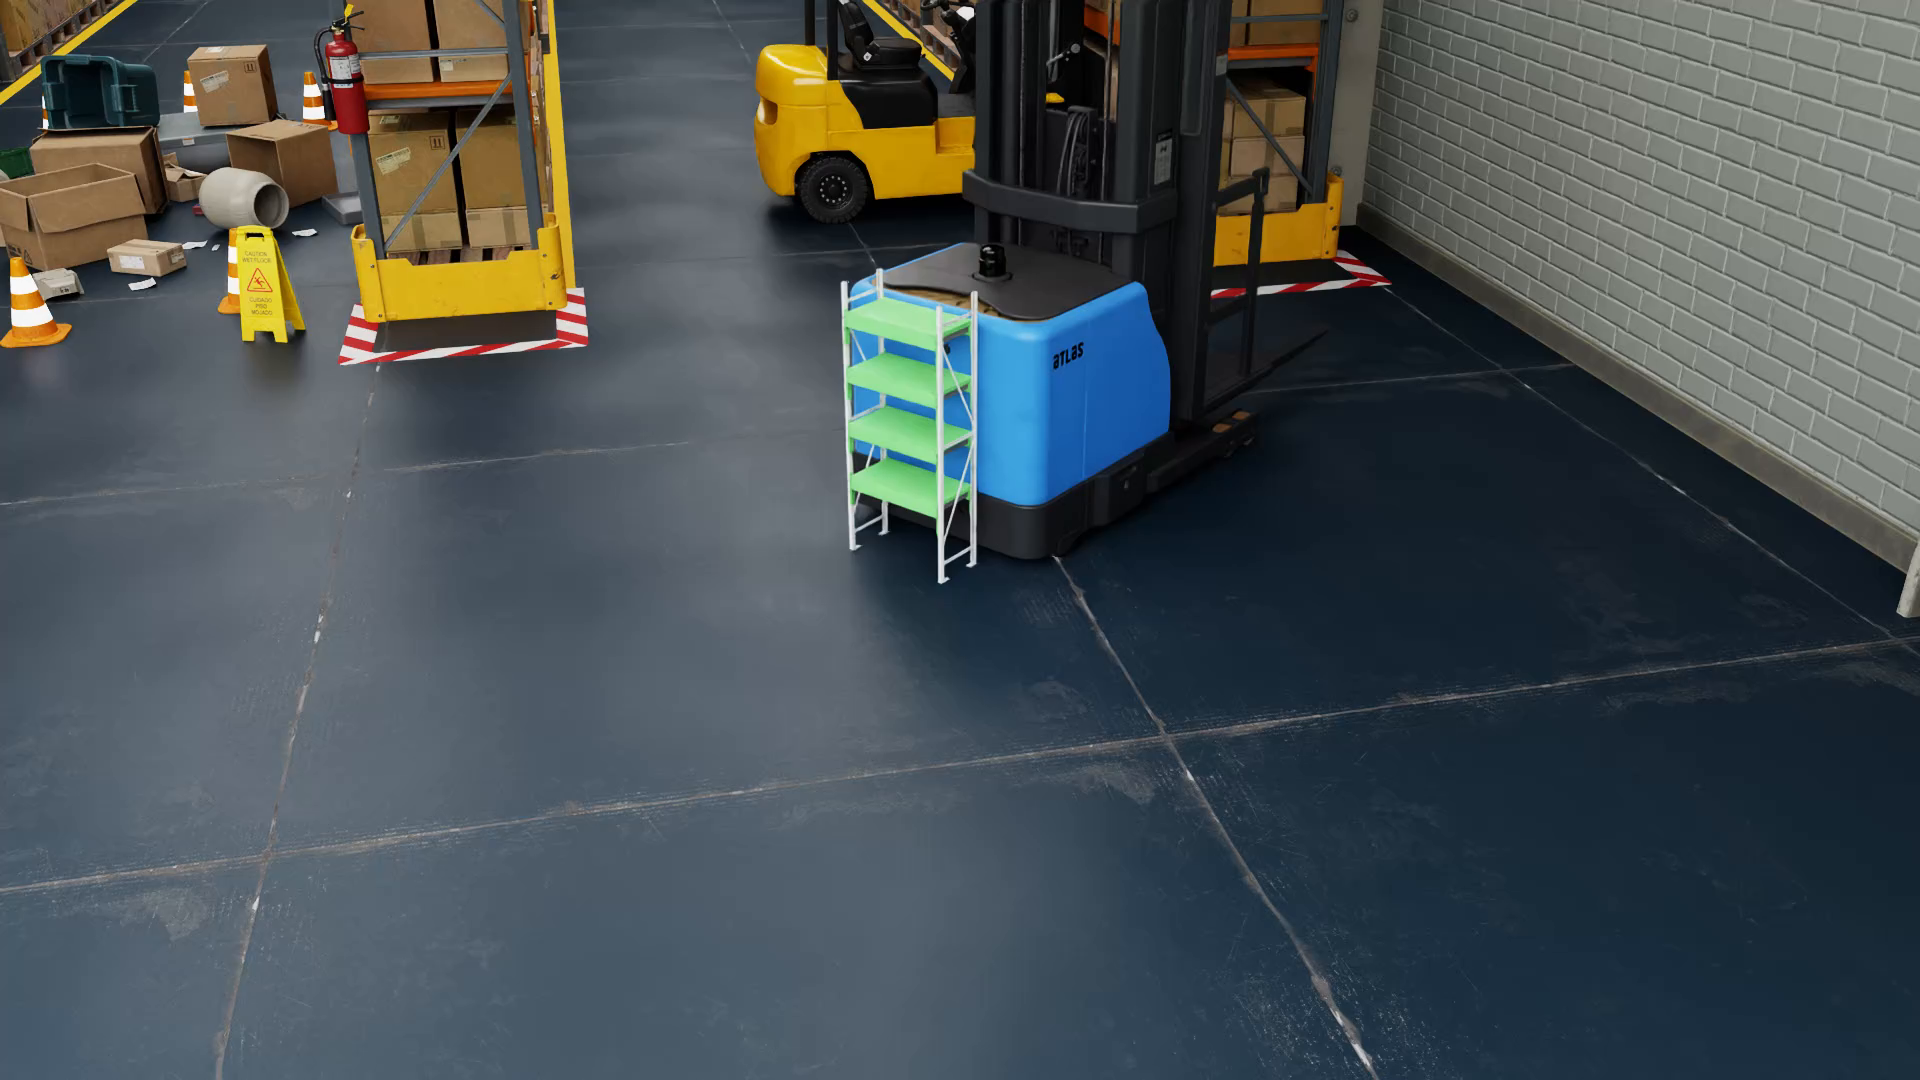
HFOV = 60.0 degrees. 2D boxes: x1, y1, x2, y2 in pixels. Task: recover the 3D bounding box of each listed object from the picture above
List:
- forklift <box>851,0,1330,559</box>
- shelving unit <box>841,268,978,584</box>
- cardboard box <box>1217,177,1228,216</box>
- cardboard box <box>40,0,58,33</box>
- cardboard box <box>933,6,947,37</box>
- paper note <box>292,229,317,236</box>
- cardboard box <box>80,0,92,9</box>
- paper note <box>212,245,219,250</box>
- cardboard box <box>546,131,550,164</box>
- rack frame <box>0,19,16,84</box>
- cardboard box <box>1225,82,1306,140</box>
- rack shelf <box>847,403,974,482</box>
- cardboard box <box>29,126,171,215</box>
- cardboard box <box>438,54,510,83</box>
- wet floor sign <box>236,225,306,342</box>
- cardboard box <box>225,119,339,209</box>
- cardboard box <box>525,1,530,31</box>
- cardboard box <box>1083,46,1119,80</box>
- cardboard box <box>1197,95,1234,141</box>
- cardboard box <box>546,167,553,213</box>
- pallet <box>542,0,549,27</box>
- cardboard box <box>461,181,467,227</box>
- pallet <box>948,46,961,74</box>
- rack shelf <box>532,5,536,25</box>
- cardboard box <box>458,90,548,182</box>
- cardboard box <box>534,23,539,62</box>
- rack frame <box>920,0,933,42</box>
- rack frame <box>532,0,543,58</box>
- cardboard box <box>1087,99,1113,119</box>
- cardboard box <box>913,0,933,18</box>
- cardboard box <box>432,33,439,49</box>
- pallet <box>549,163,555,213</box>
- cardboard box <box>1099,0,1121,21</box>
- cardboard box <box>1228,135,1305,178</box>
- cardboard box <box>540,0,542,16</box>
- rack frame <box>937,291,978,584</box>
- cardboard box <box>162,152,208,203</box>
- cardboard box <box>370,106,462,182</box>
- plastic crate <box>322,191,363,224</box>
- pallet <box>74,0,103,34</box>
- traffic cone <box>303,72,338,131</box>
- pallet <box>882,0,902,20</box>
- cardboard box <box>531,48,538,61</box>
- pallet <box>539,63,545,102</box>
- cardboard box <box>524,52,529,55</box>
[{"bbox_3d":[0.822,-1.827,7.617,1.130,2.935,3.031,19,33,33],"label":"forklift"},{"bbox_3d":[-0.203,-0.464,6.838,0.503,1.200,0.258,19,33,33],"label":"shelving unit"},{"bbox_3d":[1.468,-2.354,11.170,0.500,0.250,0.500,-6,27,-11],"label":"cardboard box"},{"bbox_3d":[-9.705,-5.532,17.189,0.500,0.500,0.500,-7,28,-13],"label":"cardboard box"},{"bbox_3d":[0.206,-5.584,17.153,0.875,0.625,0.625,-5,27,-10],"label":"cardboard box"},{"bbox_3d":[-4.490,-2.112,11.400,0.142,0.019,0.148,-16,31,-29],"label":"paper note"},{"bbox_3d":[-10.046,-6.207,18.527,0.500,0.500,0.500,-6,27,-13],"label":"cardboard box"},{"bbox_3d":[-4.974,-1.955,11.112,0.032,0.001,0.123,-6,27,-12],"label":"paper note"},{"bbox_3d":[-3.331,-2.965,12.381,0.500,0.250,0.500,-7,28,-13],"label":"cardboard box"},{"bbox_3d":[-9.557,-5.679,15.172,1.000,3.000,0.127,-6,27,-12],"label":"rack frame"},{"bbox_3d":[1.957,-2.856,11.055,0.500,0.250,0.500,-6,27,-12],"label":"cardboard box"},{"bbox_3d":[-0.203,-0.407,6.867,0.480,0.148,0.258,19,33,33],"label":"rack shelf"},{"bbox_3d":[-6.035,-2.584,11.660,0.797,0.637,0.503,-6,27,-12],"label":"cardboard box"},{"bbox_3d":[-2.829,-2.772,9.692,0.380,0.149,0.250,-6,27,-11],"label":"cardboard box"},{"bbox_3d":[-3.954,-1.471,9.448,0.267,0.644,0.232,3,27,6],"label":"wet floor sign"},{"bbox_3d":[-4.940,-2.746,12.134,0.500,0.500,0.500,13,30,24],"label":"cardboard box"},{"bbox_3d":[-2.910,-3.354,10.126,0.500,0.500,0.500,-5,27,-10],"label":"cardboard box"},{"bbox_3d":[1.123,-3.464,12.259,0.500,0.250,0.500,-7,28,-13],"label":"cardboard box"},{"bbox_3d":[1.474,-2.796,10.937,0.500,0.250,0.500,-5,27,-10],"label":"cardboard box"},{"bbox_3d":[-2.974,-2.281,11.025,0.500,0.250,0.500,-5,27,-10],"label":"cardboard box"},{"bbox_3d":[-5.133,-5.869,18.644,1.003,0.211,1.213,-6,27,-12],"label":"pallet"},{"bbox_3d":[-3.507,-2.230,10.924,0.500,0.250,0.500,-6,27,-11],"label":"cardboard box"},{"bbox_3d":[0.497,-4.587,16.103,1.003,0.211,1.213,-6,27,-12],"label":"pallet"},{"bbox_3d":[-4.306,-5.027,14.678,1.077,0.370,4.000,-6,27,-12],"label":"rack shelf"},{"bbox_3d":[-2.994,-2.630,10.885,0.500,0.500,0.500,-7,28,-14],"label":"cardboard box"},{"bbox_3d":[-4.465,-4.668,15.620,0.950,0.372,0.625,-6,27,-13],"label":"cardboard box"},{"bbox_3d":[0.078,-6.732,17.258,1.000,3.000,0.127,-6,27,-12],"label":"rack frame"},{"bbox_3d":[-4.757,-6.226,16.256,1.000,3.000,0.127,-6,27,-12],"label":"rack frame"},{"bbox_3d":[1.228,-3.030,11.956,0.500,0.250,0.500,-7,28,-13],"label":"cardboard box"},{"bbox_3d":[-0.226,-5.967,18.051,0.500,0.500,0.500,-5,27,-10],"label":"cardboard box"},{"bbox_3d":[-3.457,-3.195,10.531,0.380,0.149,0.250,-6,27,-11],"label":"cardboard box"},{"bbox_3d":[-3.391,-2.397,11.765,1.003,0.211,1.213,-6,27,-12],"label":"pallet"},{"bbox_3d":[1.291,-3.907,11.551,0.500,0.500,0.500,-6,27,-13],"label":"cardboard box"},{"bbox_3d":[1.978,-2.630,11.163,0.500,0.250,0.500,-5,27,-11],"label":"cardboard box"},{"bbox_3d":[-5.028,-6.168,18.034,0.875,0.875,0.875,-6,27,-11],"label":"cardboard box"},{"bbox_3d":[-0.010,-0.397,6.704,0.015,1.200,0.240,19,33,33],"label":"rack frame"},{"bbox_3d":[-5.763,-2.674,12.253,0.396,0.266,0.258,19,32,32],"label":"cardboard box"},{"bbox_3d":[-3.509,-2.563,10.751,0.500,0.500,0.500,-5,27,-10],"label":"cardboard box"},{"bbox_3d":[-4.300,-2.394,11.904,0.402,0.080,0.583,-16,31,-29],"label":"plastic crate"},{"bbox_3d":[-10.281,-5.848,18.603,1.003,0.211,1.213,-6,27,-12],"label":"pallet"},{"bbox_3d":[-5.499,-3.740,14.145,0.336,0.463,0.334,-6,27,-12],"label":"traffic cone"},{"bbox_3d":[-0.325,-6.353,19.602,1.003,0.211,1.213,-6,27,-12],"label":"pallet"},{"bbox_3d":[-3.344,-3.309,12.230,0.500,0.500,0.500,-5,27,-11],"label":"cardboard box"},{"bbox_3d":[-4.311,-4.103,15.145,1.003,0.211,1.213,-6,27,-12],"label":"pallet"},{"bbox_3d":[-2.893,-3.122,10.385,0.380,0.149,0.250,-6,27,-11],"label":"cardboard box"}]
